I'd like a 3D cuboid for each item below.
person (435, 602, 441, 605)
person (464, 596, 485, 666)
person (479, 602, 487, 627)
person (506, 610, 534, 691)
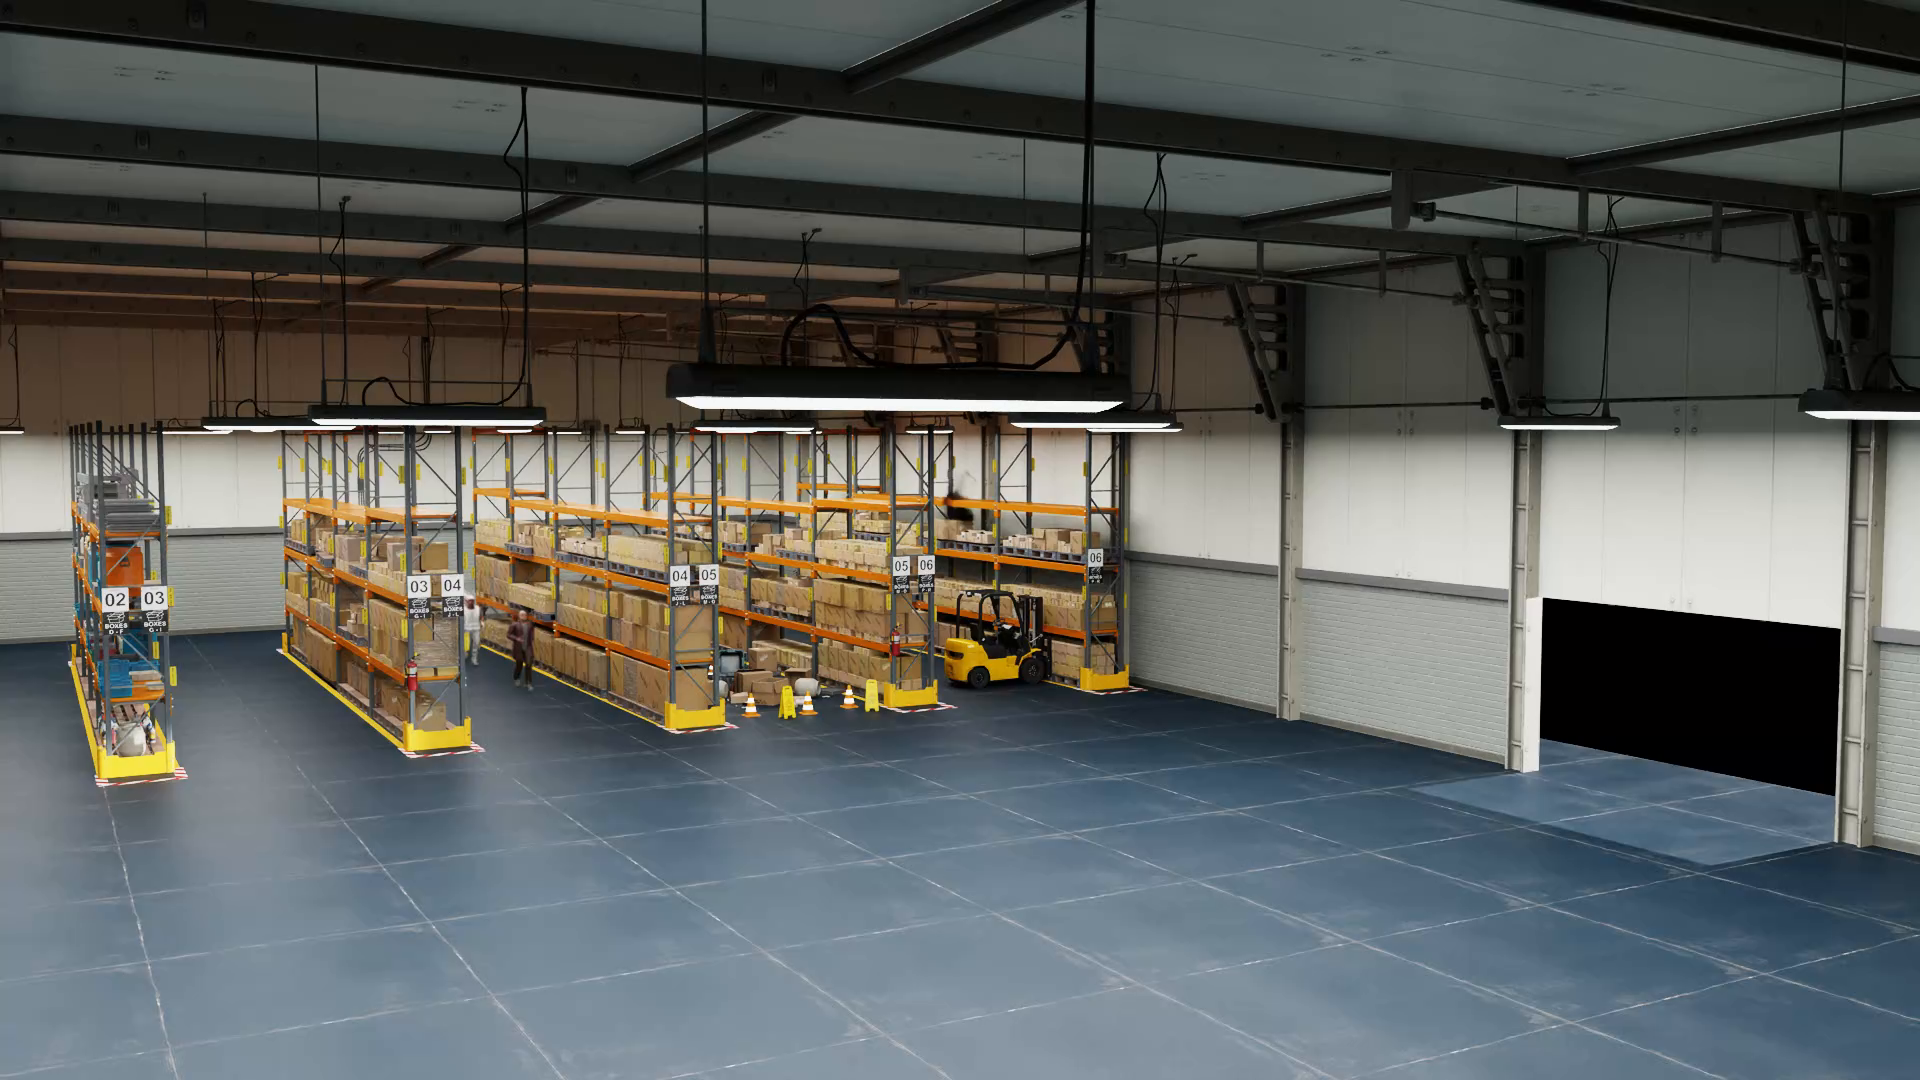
[{"bbox_3d":[-14.785,2.055,46.837,0.717,1.602,0.512,1,4,18],"label":"person"},{"bbox_3d":[-12.295,2.269,41.908,0.696,1.744,0.811,-2,4,-30],"label":"person"},{"bbox_3d":[-13.803,1.974,47.891,0.632,1.590,0.525,3,5,41],"label":"person"},{"bbox_3d":[-9.963,2.495,37.793,0.698,1.800,0.985,-2,4,-31],"label":"person"}]
